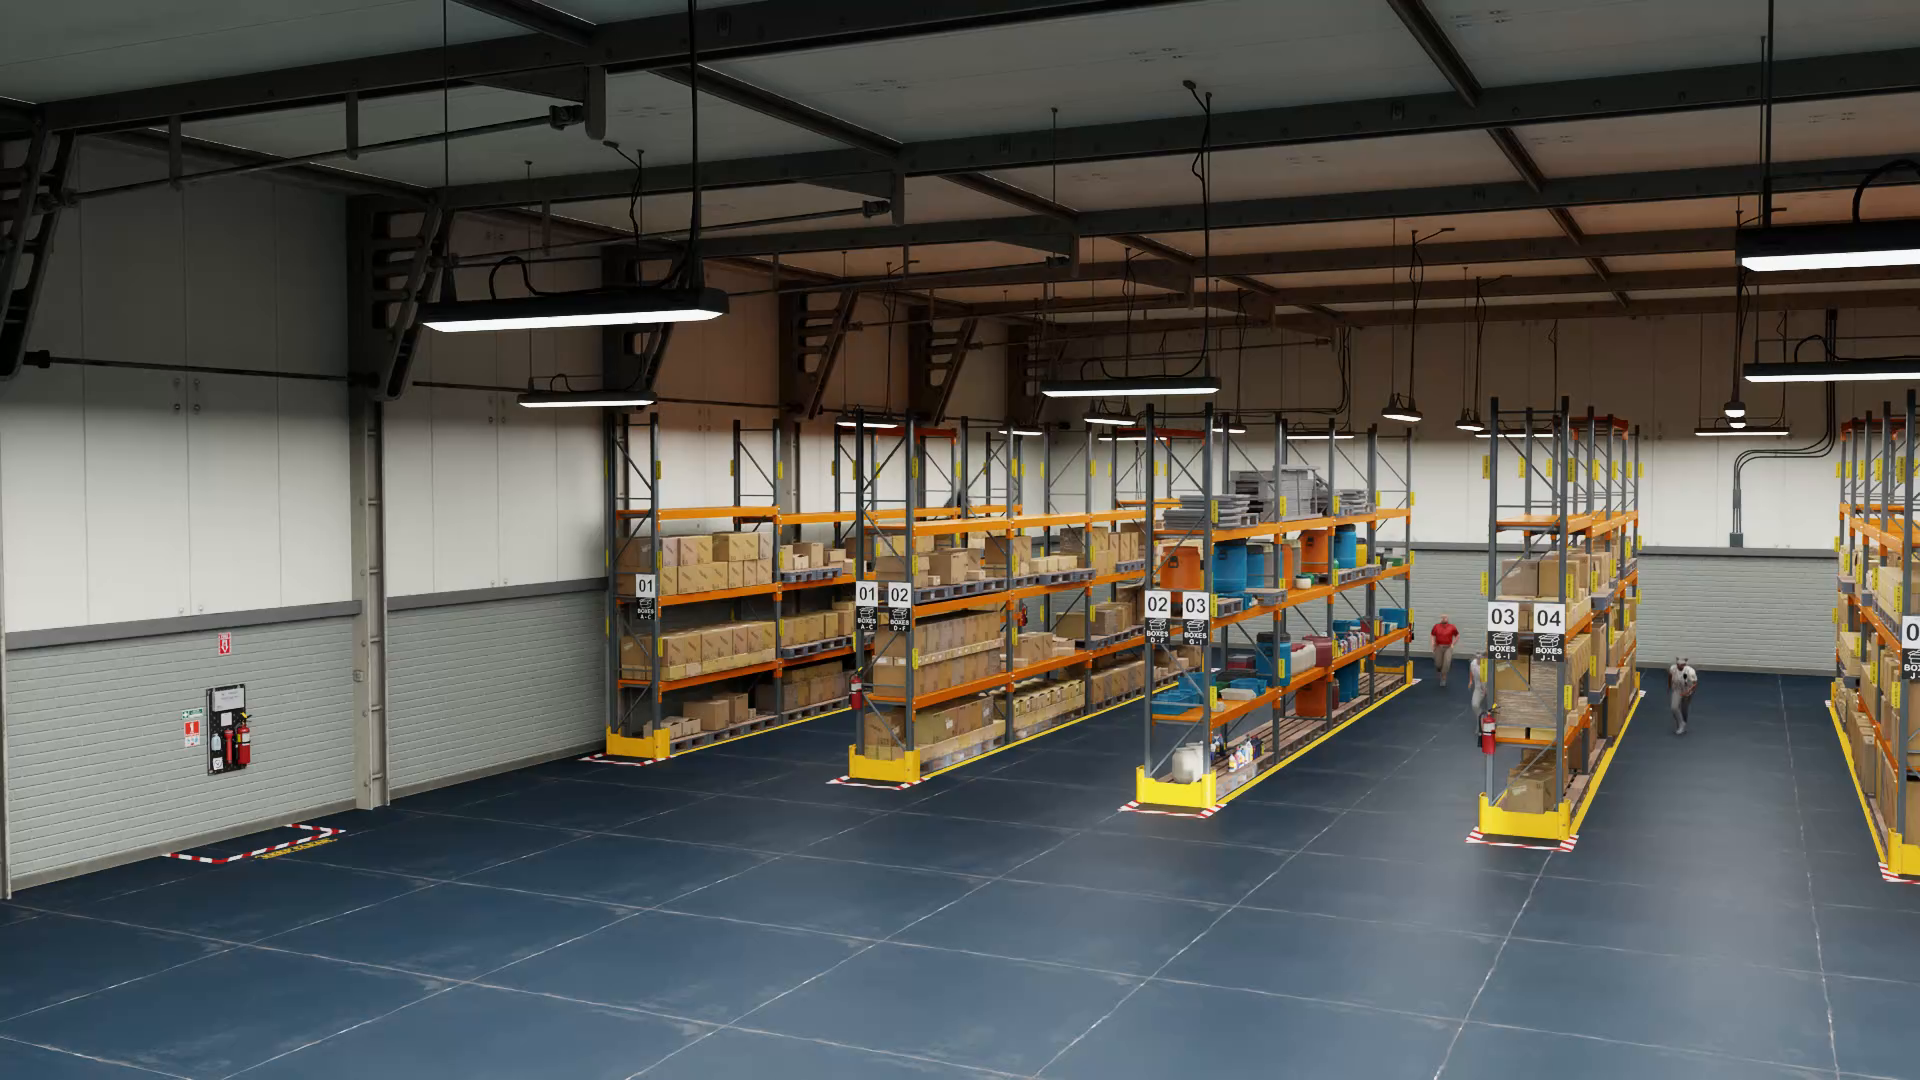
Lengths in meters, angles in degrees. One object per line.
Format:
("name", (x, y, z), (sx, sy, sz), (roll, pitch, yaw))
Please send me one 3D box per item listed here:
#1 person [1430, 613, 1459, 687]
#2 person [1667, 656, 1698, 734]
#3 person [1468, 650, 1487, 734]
("person", (11.245, 2.542, 38.595), (0.660, 1.687, 0.707), (1, 3, 17))
("person", (13.847, 2.940, 31.798), (0.567, 1.515, 1.055), (2, 3, 33))
("person", (10.113, 2.878, 31.862), (0.659, 1.601, 1.098), (2, 3, 35))
